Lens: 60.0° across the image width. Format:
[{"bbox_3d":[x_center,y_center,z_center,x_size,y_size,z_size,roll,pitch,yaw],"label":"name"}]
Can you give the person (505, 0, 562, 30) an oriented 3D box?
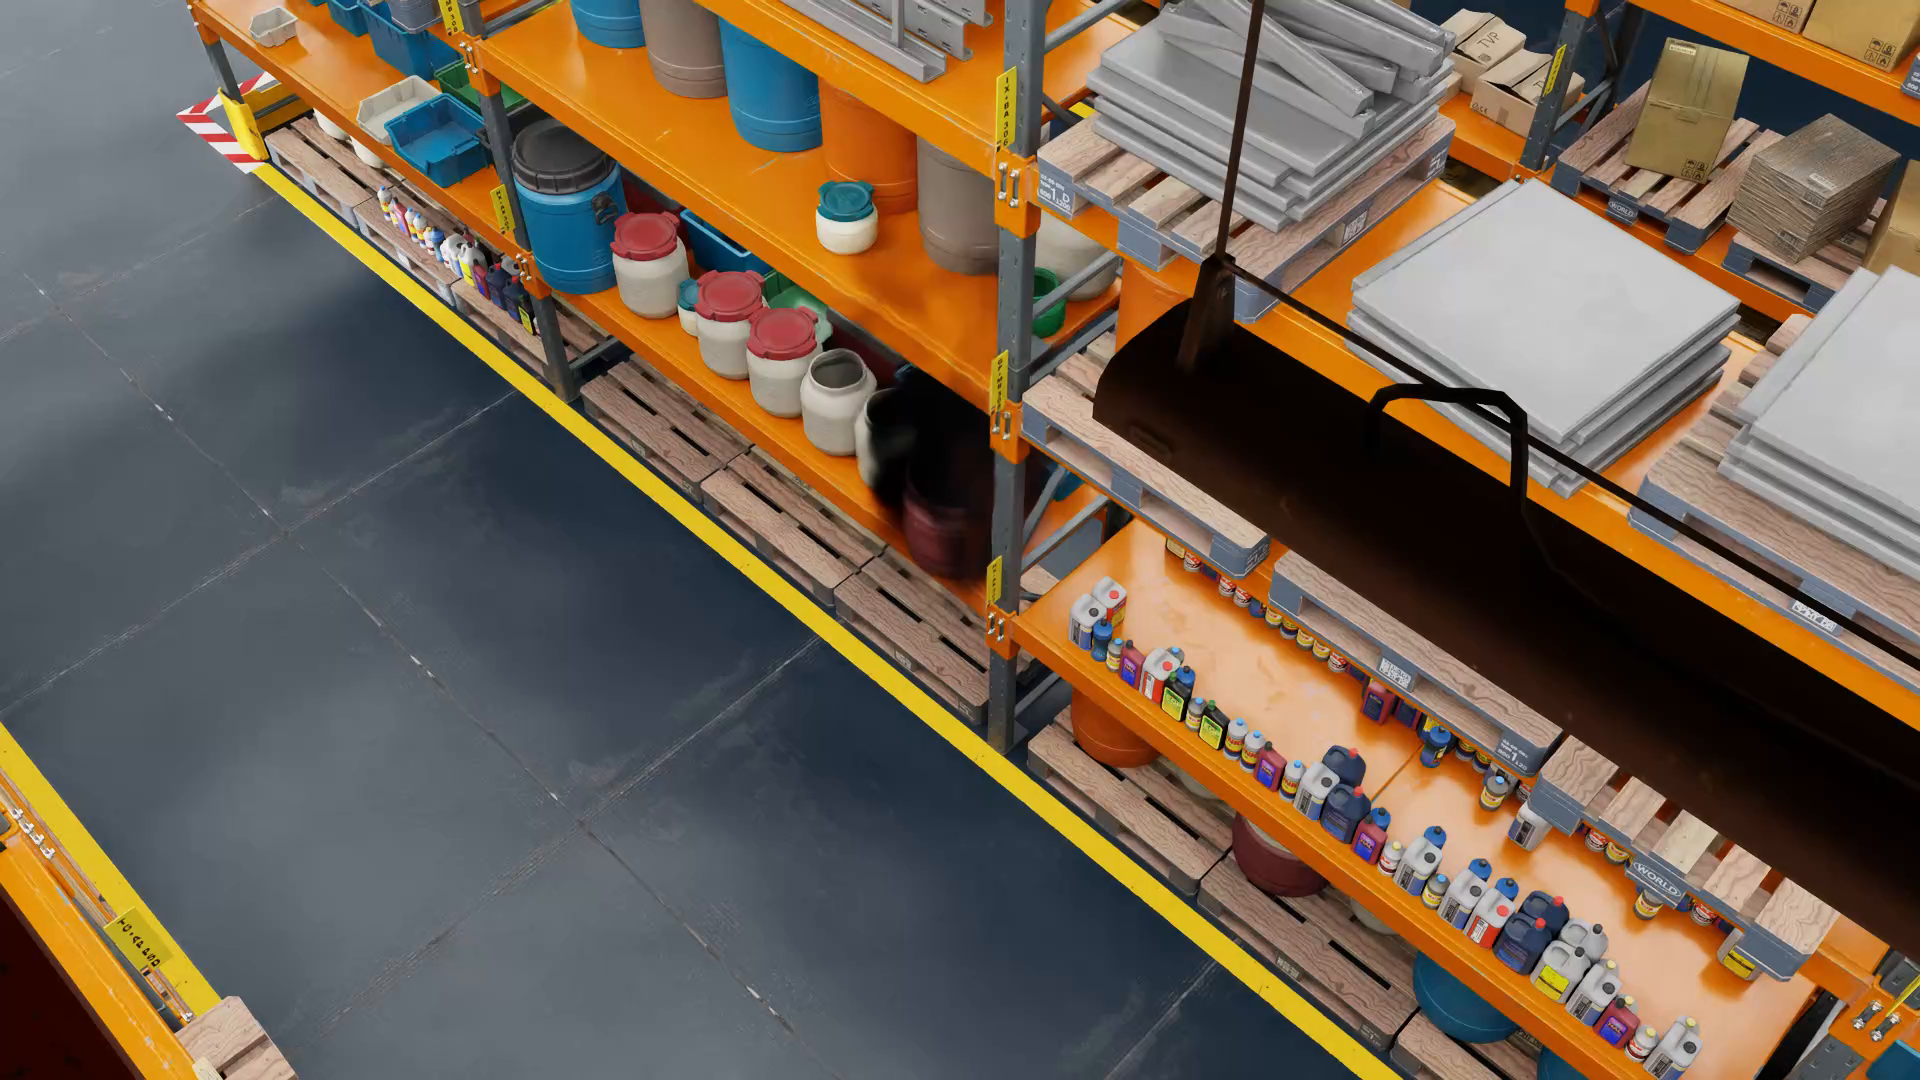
[{"bbox_3d":[-3.276,-4.175,12.752,0.649,1.771,0.677,25,55,20],"label":"person"}]
